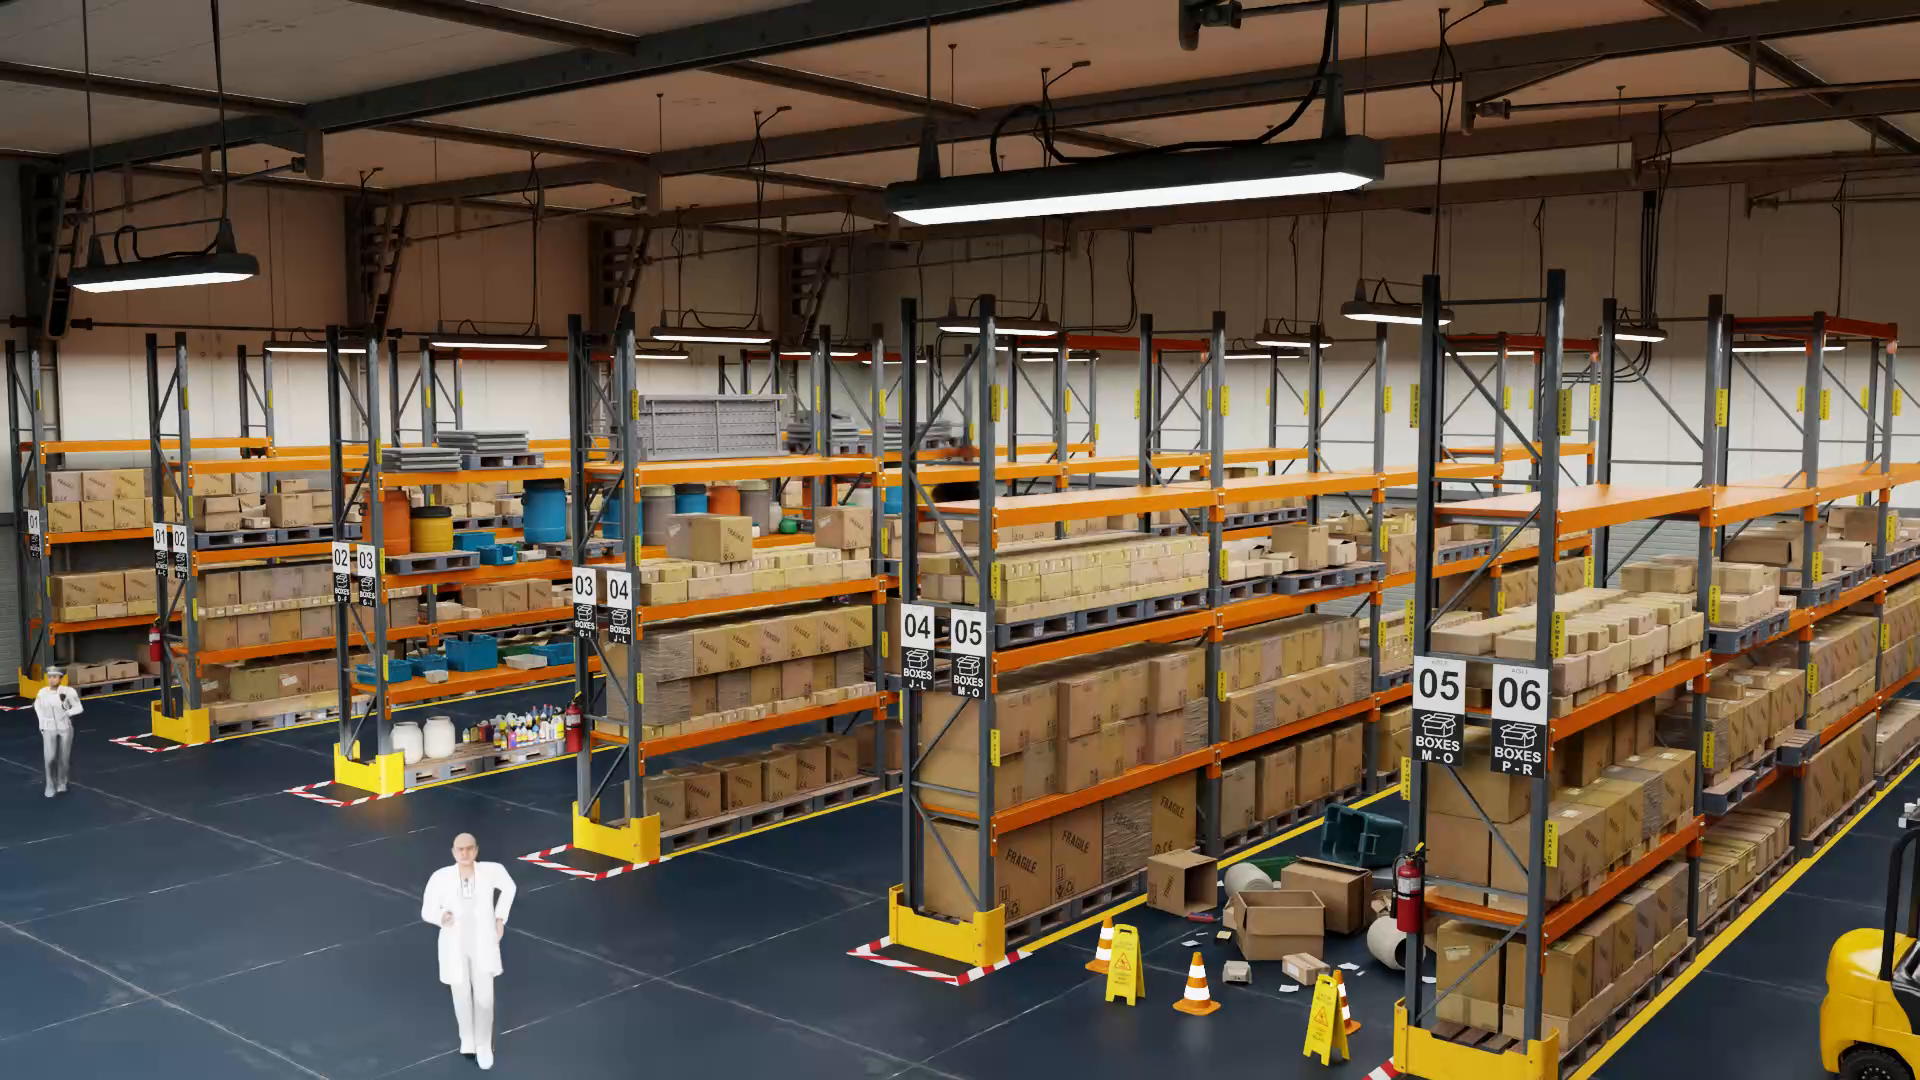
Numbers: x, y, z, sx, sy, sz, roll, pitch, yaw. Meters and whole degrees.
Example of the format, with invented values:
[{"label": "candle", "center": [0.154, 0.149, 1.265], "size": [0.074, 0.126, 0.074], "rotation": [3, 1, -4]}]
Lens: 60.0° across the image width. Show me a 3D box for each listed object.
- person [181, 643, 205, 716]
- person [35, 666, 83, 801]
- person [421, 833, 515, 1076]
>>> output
[{"label": "person", "center": [-12.118, 1.883, 26.641], "size": [0.686, 1.792, 0.839], "rotation": [4, 6, 36]}, {"label": "person", "center": [-11.433, 2.443, 21.096], "size": [0.579, 1.740, 0.708], "rotation": [-2, 5, -20]}, {"label": "person", "center": [-3.744, 3.191, 12.688], "size": [0.688, 1.748, 0.785], "rotation": [-1, 5, -14]}]
